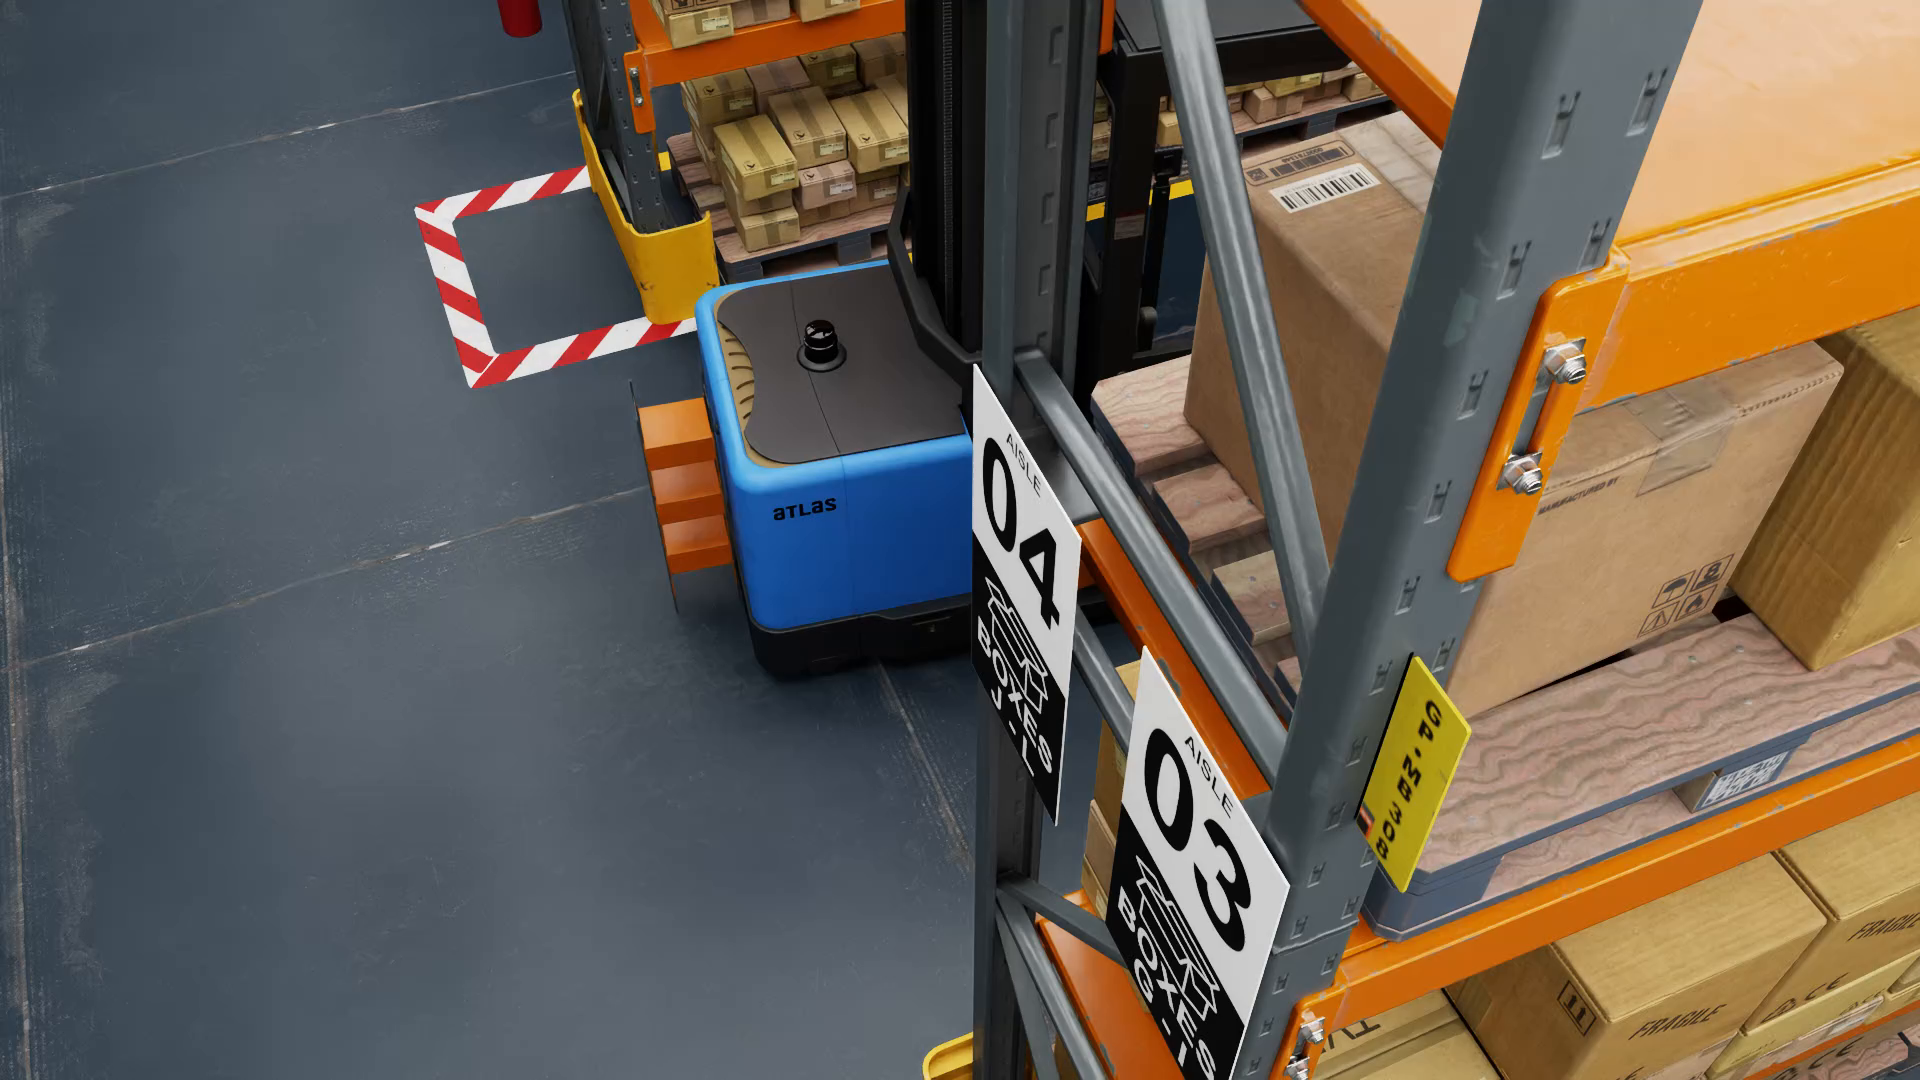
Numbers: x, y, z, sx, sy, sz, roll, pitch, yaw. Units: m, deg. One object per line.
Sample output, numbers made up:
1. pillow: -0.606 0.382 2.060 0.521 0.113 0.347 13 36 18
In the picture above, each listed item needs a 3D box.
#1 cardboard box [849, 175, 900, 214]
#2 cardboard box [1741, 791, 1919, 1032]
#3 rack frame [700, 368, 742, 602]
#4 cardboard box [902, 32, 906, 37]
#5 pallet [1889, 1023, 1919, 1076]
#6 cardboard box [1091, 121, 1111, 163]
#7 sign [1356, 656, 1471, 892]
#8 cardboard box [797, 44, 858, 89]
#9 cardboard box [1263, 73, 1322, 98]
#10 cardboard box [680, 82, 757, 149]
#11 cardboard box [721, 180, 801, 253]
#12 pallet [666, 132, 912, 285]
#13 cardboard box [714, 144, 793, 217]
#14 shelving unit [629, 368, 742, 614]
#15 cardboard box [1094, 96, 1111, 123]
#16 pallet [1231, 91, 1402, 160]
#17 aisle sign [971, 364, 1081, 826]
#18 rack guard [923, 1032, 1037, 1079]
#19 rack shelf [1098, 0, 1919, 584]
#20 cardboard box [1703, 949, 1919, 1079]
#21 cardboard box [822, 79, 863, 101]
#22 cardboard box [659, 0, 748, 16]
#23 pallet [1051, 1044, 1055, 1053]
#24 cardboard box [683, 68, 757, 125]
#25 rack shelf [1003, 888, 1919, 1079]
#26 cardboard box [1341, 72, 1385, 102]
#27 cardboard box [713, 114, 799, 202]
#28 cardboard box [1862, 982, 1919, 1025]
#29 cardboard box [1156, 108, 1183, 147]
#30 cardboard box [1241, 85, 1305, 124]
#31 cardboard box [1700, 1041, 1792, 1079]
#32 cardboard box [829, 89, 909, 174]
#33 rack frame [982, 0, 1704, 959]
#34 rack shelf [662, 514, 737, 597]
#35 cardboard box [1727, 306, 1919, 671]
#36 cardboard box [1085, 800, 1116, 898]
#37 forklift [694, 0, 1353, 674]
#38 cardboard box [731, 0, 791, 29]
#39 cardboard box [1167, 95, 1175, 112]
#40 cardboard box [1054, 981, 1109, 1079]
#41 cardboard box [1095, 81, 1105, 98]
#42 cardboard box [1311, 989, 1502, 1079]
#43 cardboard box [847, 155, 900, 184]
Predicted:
1. cardboard box: -0.459 -1.700 7.676 0.250 0.149 0.380 -17 51 -14
2. cardboard box: 1.765 0.618 3.491 0.500 0.500 0.500 -18 52 -15
3. rack frame: -0.866 -0.177 6.051 0.008 1.050 0.200 -11 50 -9
4. cardboard box: -0.172 -2.431 7.911 0.250 0.149 0.380 -15 51 -13
5. pallet: 3.247 1.079 5.525 1.213 0.211 1.003 -17 52 -14
6. cardboard box: 0.529 -1.944 7.886 0.250 0.149 0.380 -17 52 -14
7. sign: 0.482 0.258 1.786 0.005 0.325 0.100 -17 52 -14
8. cardboard box: -0.664 -2.285 7.786 0.250 0.149 0.380 -18 52 -15
9. cardboard box: 1.540 -2.321 8.013 0.250 0.149 0.380 -19 52 -16
10. cardboard box: -1.123 -2.015 7.750 0.250 0.149 0.380 -18 52 -15
11. cardboard box: -0.898 -1.491 7.497 0.250 0.149 0.380 -16 51 -14
12. pallet: -0.668 -1.679 7.894 1.213 0.211 1.003 -17 52 -14
13. cardboard box: -0.922 -1.633 7.422 0.250 0.149 0.380 -15 51 -13
14. shelving unit: -0.984 -0.154 6.031 0.252 1.050 0.215 -11 50 -9
15. cardboard box: 0.524 -2.122 7.842 0.250 0.149 0.380 -15 51 -13
16. pallet: 1.591 -2.379 8.495 1.213 0.211 1.003 -17 52 -14
17. aisle sign: 0.098 0.118 2.799 0.004 0.787 0.394 -17 52 -14
18. rack guard: 0.256 1.976 4.564 0.348 0.500 1.175 -17 52 -14
19. rack shelf: 2.129 -1.009 2.263 4.000 0.370 1.077 -17 52 -14
20. cardboard box: 1.770 0.863 3.775 0.500 0.250 0.500 -19 52 -15
21. cardboard box: -0.643 -2.165 7.879 0.250 0.149 0.380 -19 52 -16
22. cardboard box: -0.984 -2.422 6.432 0.500 0.500 0.500 -15 51 -13
23. pallet: 0.989 1.779 4.924 1.213 0.211 1.003 -17 52 -14
24. cardboard box: -1.110 -2.090 7.618 0.250 0.149 0.380 -17 51 -14
25. rack shelf: 2.129 0.815 4.388 4.000 0.370 1.077 -17 52 -14
26. cardboard box: 1.965 -2.361 8.244 0.250 0.149 0.380 -17 51 -14
27. cardboard box: -0.890 -1.671 7.259 0.250 0.149 0.380 -19 52 -16
28. cardboard box: 2.155 0.924 3.985 0.250 0.149 0.380 -18 52 -15
29. cardboard box: 1.007 -2.065 7.989 0.250 0.149 0.380 -17 52 -14
30. cardboard box: 1.472 -2.225 8.126 0.250 0.149 0.380 -19 52 -15
31. cardboard box: 1.682 1.070 3.860 0.250 0.149 0.380 -18 52 -15
32. cardboard box: -0.399 -1.817 7.384 0.250 0.149 0.380 -17 52 -14
33. rack frame: 0.278 -0.800 1.346 0.127 3.000 1.000 -17 52 -14
34. rack shelf: -0.984 0.034 6.250 0.240 0.259 0.215 -11 50 -9
35. cardboard box: 1.306 -0.288 2.475 0.500 0.500 0.700 -19 52 -16
36. cardboard box: 0.626 0.781 3.845 0.500 0.250 0.500 -18 52 -15
37. forklift: 0.611 -1.072 5.579 3.031 2.935 1.130 -11 50 -9
38. cardboard box: -0.860 -2.241 6.703 0.250 0.149 0.380 -16 51 -13
39. cardboard box: 1.043 -2.231 7.936 0.250 0.149 0.380 -16 51 -13
40. cardboard box: 0.840 1.470 4.475 0.875 0.875 0.875 -17 52 -14
41. cardboard box: 0.517 -2.202 7.715 0.250 0.149 0.380 -17 51 -14
42. cardboard box: 0.824 1.159 3.521 0.500 0.250 0.500 -18 52 -15
43. cardboard box: -0.454 -1.804 7.569 0.250 0.149 0.380 -17 51 -14
